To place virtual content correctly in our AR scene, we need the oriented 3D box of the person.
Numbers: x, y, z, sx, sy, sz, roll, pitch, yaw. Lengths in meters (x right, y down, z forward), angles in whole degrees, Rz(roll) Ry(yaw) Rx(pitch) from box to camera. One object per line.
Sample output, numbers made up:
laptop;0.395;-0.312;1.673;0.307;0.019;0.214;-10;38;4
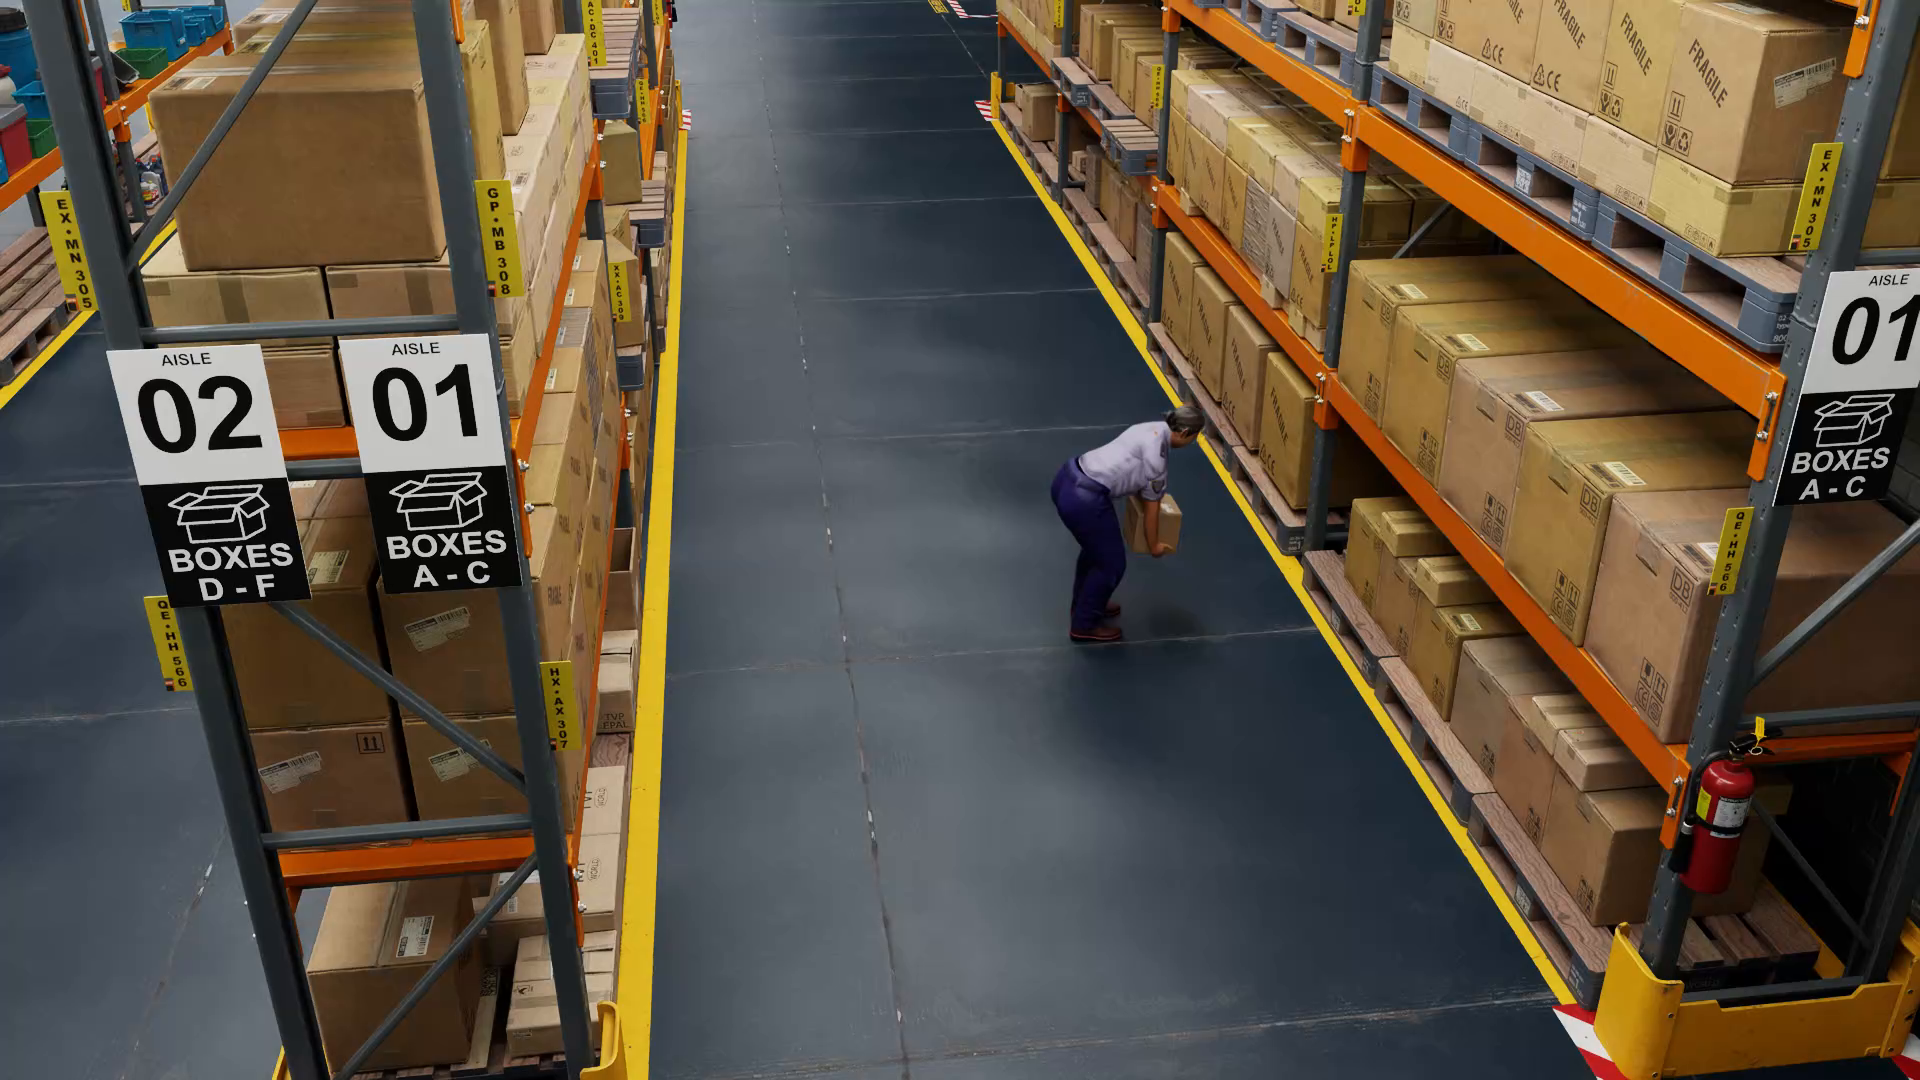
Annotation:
person;0.919;-0.109;9.216;0.824;1.316;0.444;-4;28;-8
